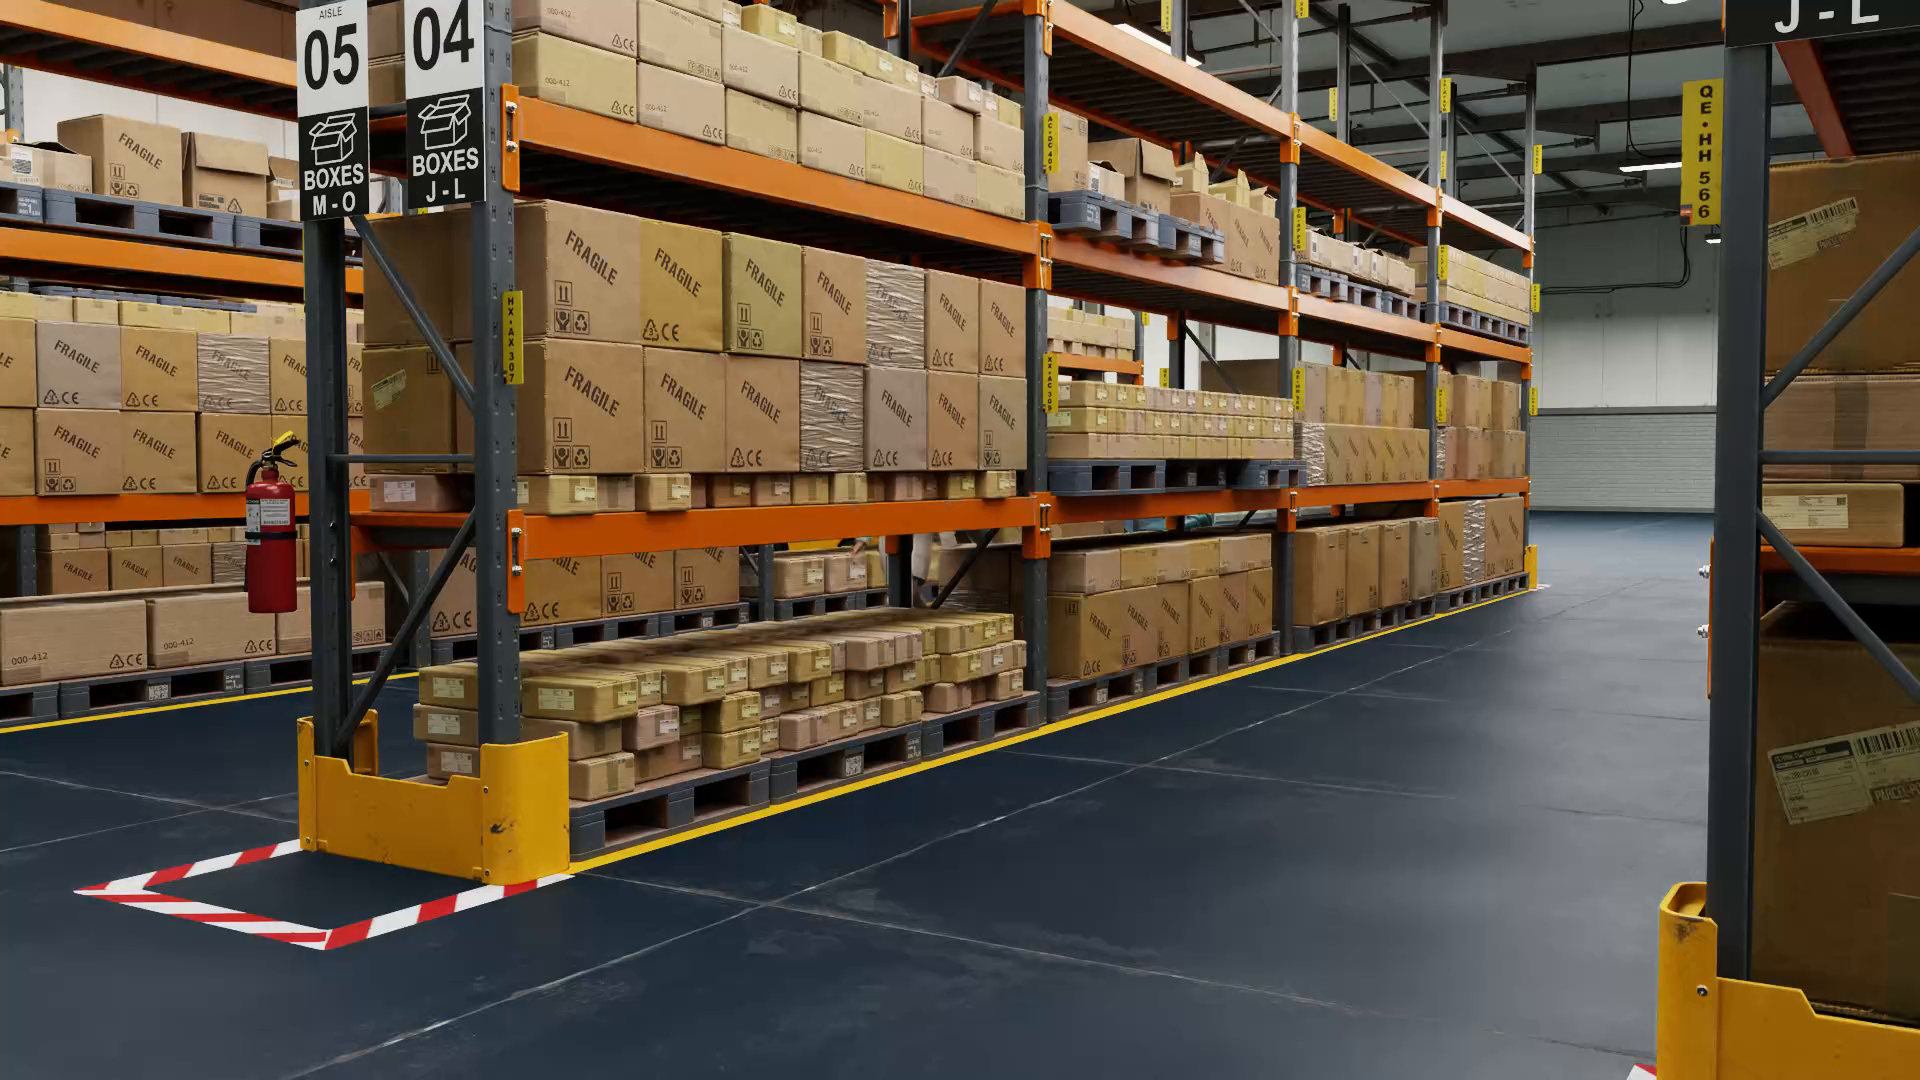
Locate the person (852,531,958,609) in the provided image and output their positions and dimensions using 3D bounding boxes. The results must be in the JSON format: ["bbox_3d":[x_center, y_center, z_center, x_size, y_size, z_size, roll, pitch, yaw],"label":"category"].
[{"bbox_3d":[-0.405,0.052,11.845,0.637,1.717,1.194,2,3,32],"label":"person"}]
